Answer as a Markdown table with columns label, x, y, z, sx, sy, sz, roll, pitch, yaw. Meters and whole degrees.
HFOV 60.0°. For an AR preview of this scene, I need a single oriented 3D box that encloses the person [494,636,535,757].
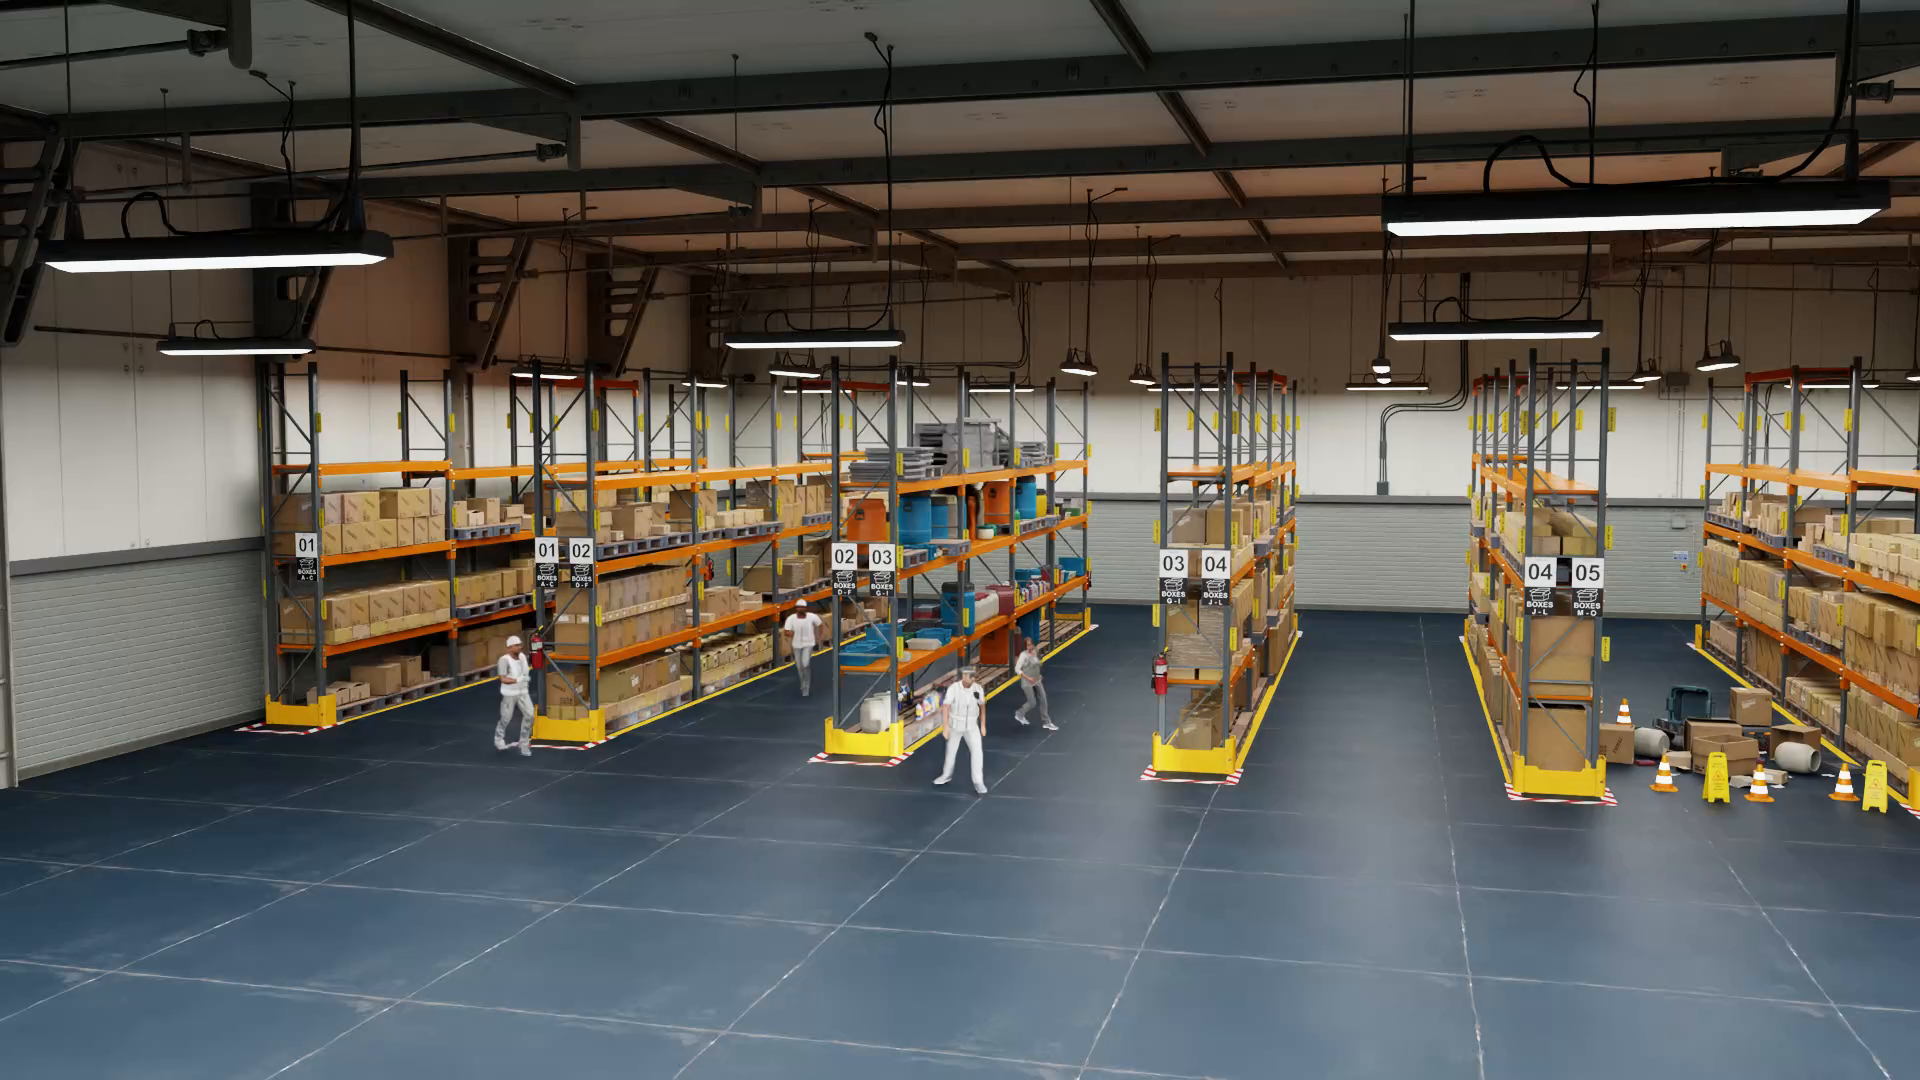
| label | x | y | z | sx | sy | sz | roll | pitch | yaw |
| --- | --- | --- | --- | --- | --- | --- | --- | --- | --- |
| person | -6.699 | 2.354 | 25.031 | 0.856 | 1.836 | 0.642 | 3 | 5 | 39 |

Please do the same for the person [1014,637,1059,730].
| label | x | y | z | sx | sy | sz | roll | pitch | yaw |
| --- | --- | --- | --- | --- | --- | --- | --- | --- | --- |
| person | 1.122 | 2.328 | 27.012 | 0.774 | 1.541 | 0.642 | 4 | 5 | 42 |

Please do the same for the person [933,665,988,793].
| label | x | y | z | sx | sy | sz | roll | pitch | yaw |
| --- | --- | --- | --- | --- | --- | --- | --- | --- | --- |
| person | 0.041 | 2.547 | 22.720 | 0.693 | 1.705 | 0.910 | -1 | 4 | -15 |

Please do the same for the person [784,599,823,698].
| label | x | y | z | sx | sy | sz | roll | pitch | yaw |
| --- | --- | --- | --- | --- | --- | --- | --- | --- | --- |
| person | -2.886 | 1.981 | 30.503 | 0.663 | 1.811 | 0.830 | 1 | 4 | 8 |
